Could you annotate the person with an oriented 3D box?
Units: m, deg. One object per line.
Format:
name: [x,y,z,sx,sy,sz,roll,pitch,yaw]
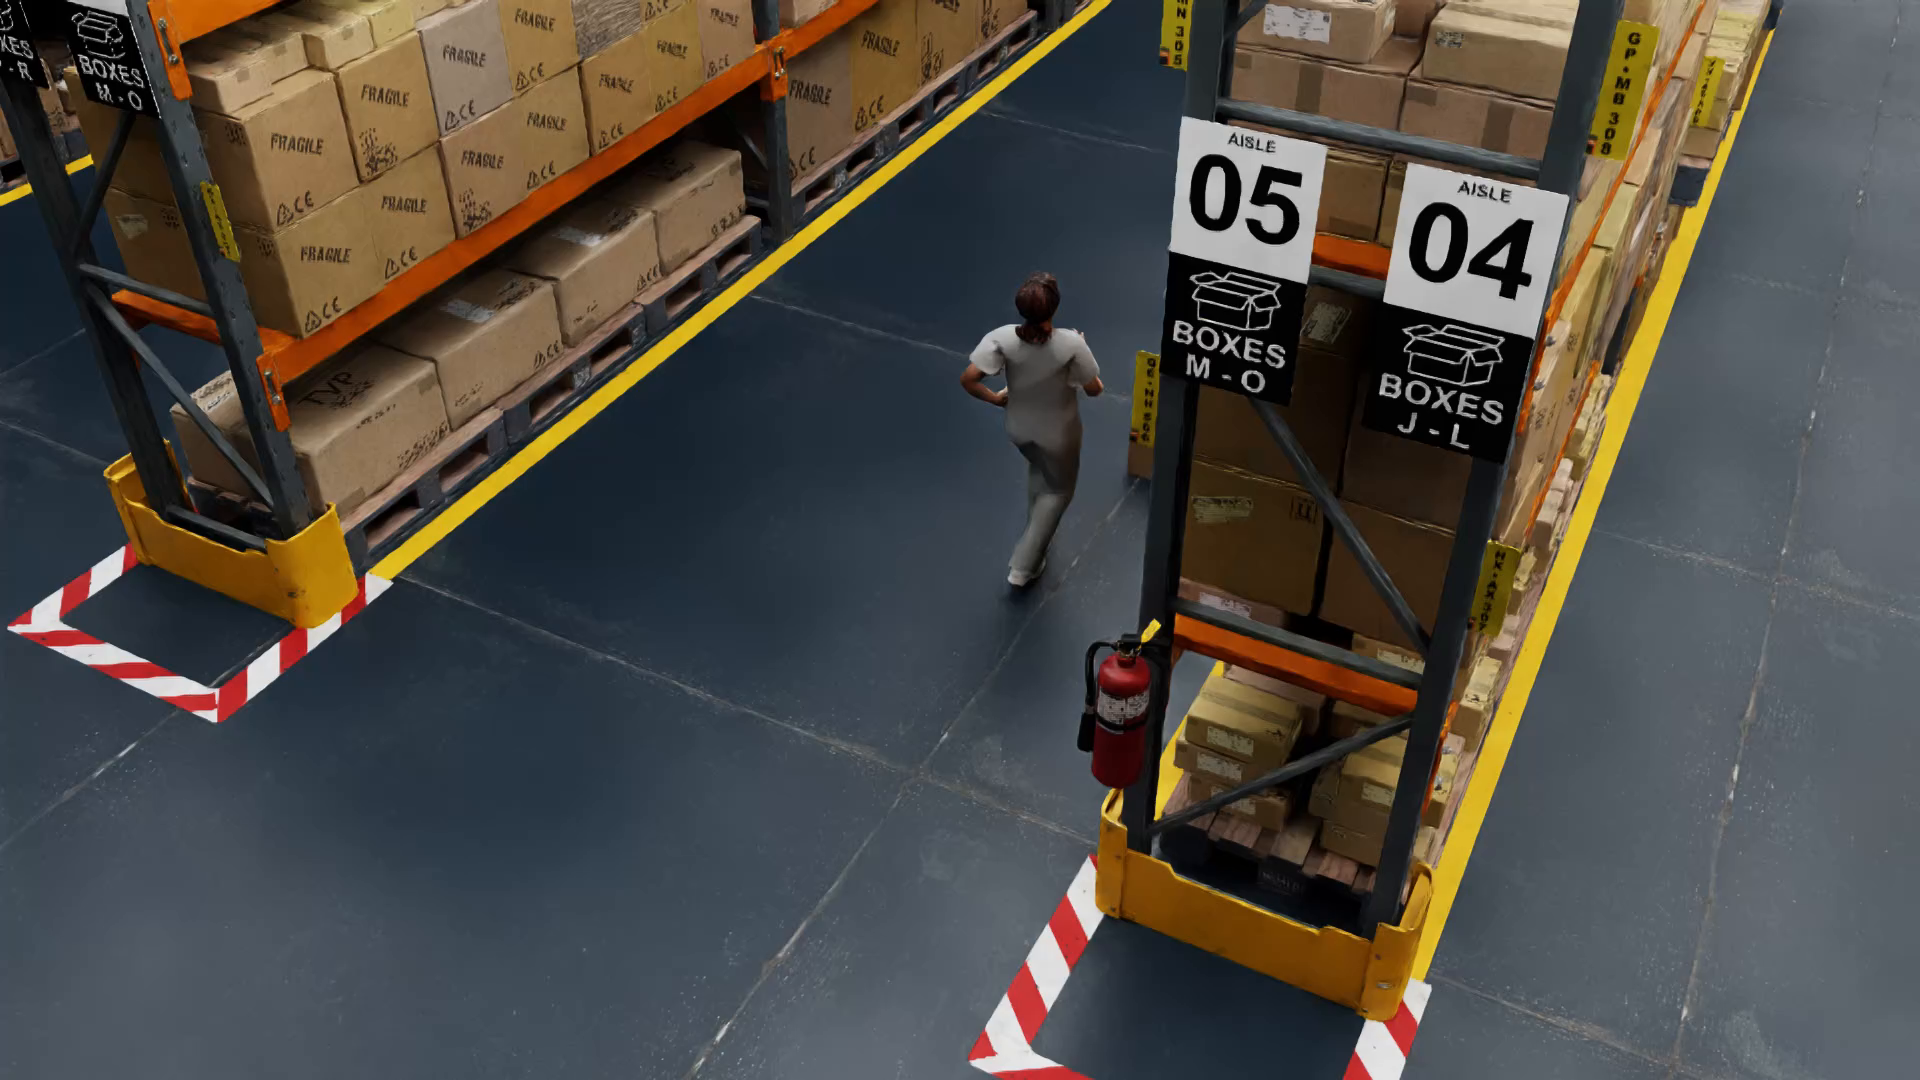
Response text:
person: [0.391,-0.513,7.446,0.544,1.653,0.700,19,42,23]
